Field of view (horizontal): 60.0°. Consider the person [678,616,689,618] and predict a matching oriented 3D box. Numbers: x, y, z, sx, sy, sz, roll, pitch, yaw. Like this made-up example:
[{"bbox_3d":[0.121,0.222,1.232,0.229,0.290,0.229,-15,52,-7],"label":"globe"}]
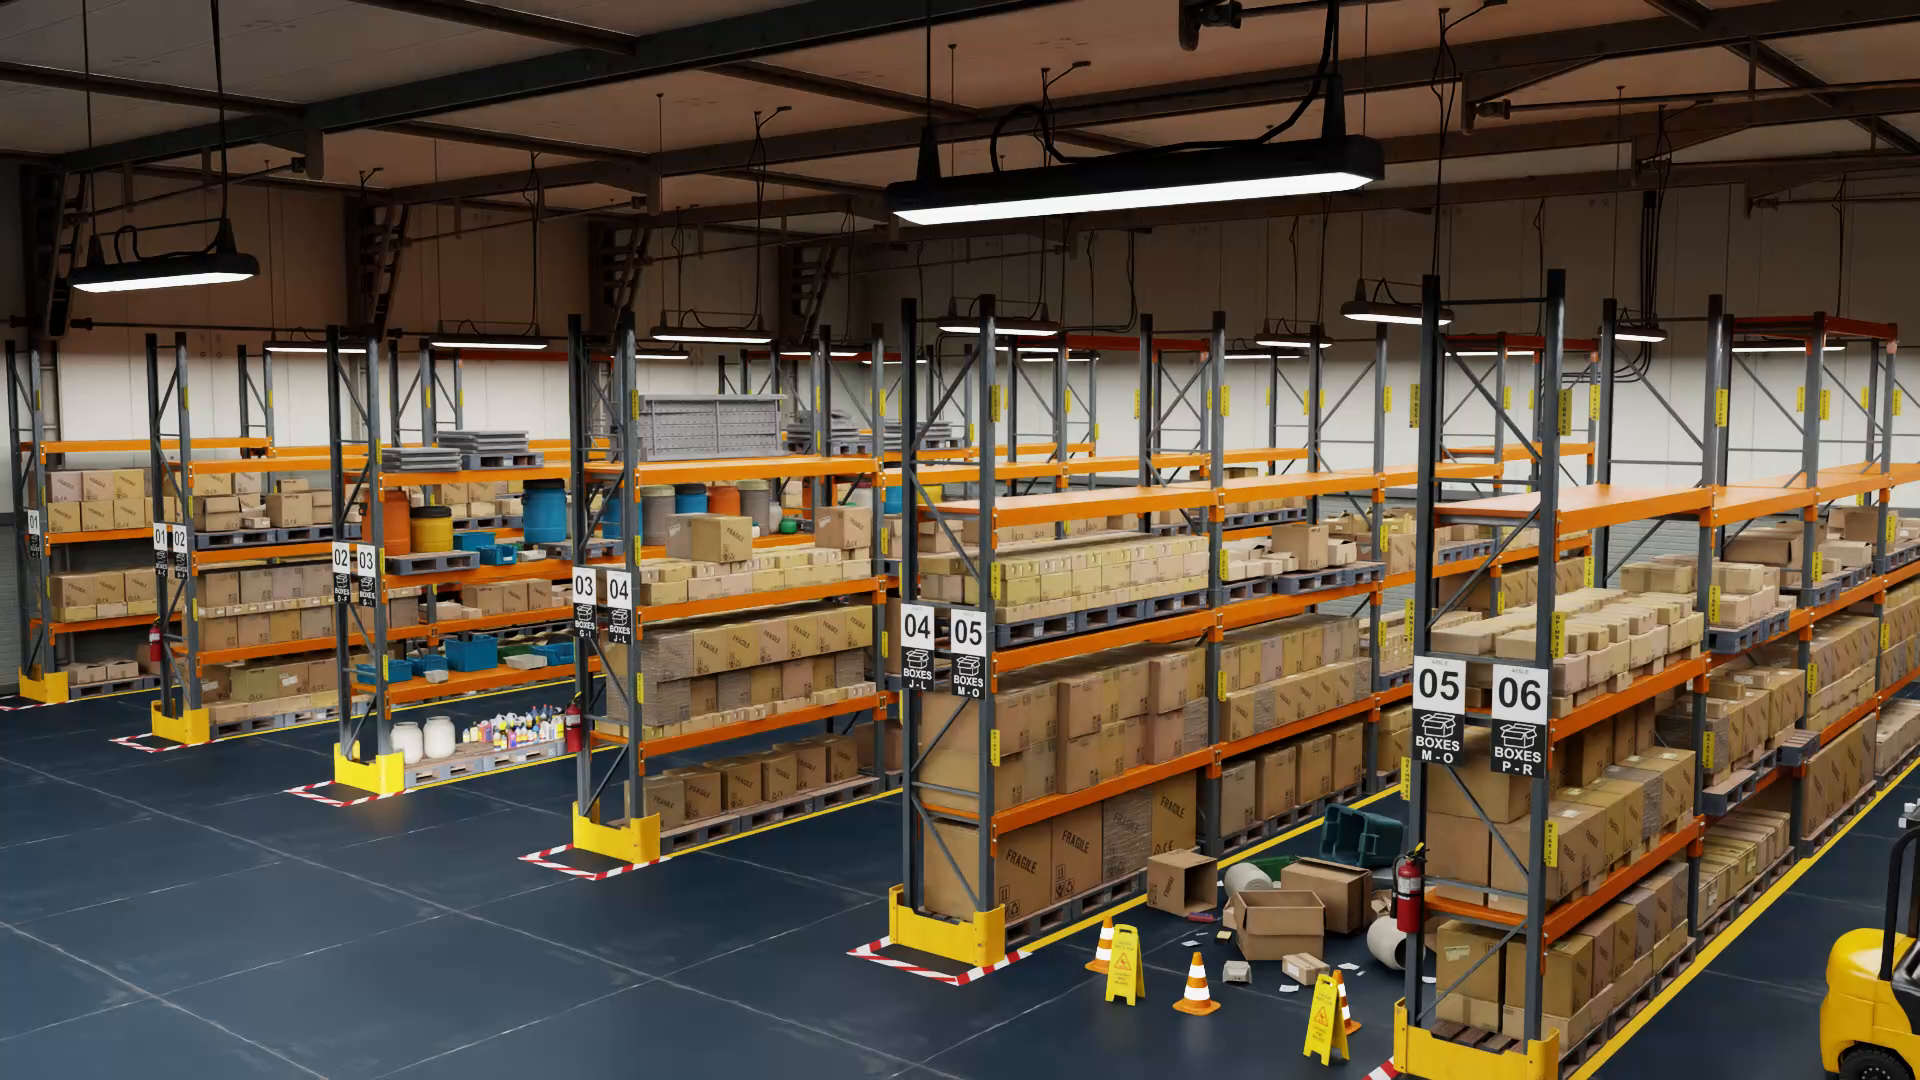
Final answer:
[{"bbox_3d":[-4.938,1.584,30.492,0.617,1.691,0.594,4,6,37],"label":"person"}]
